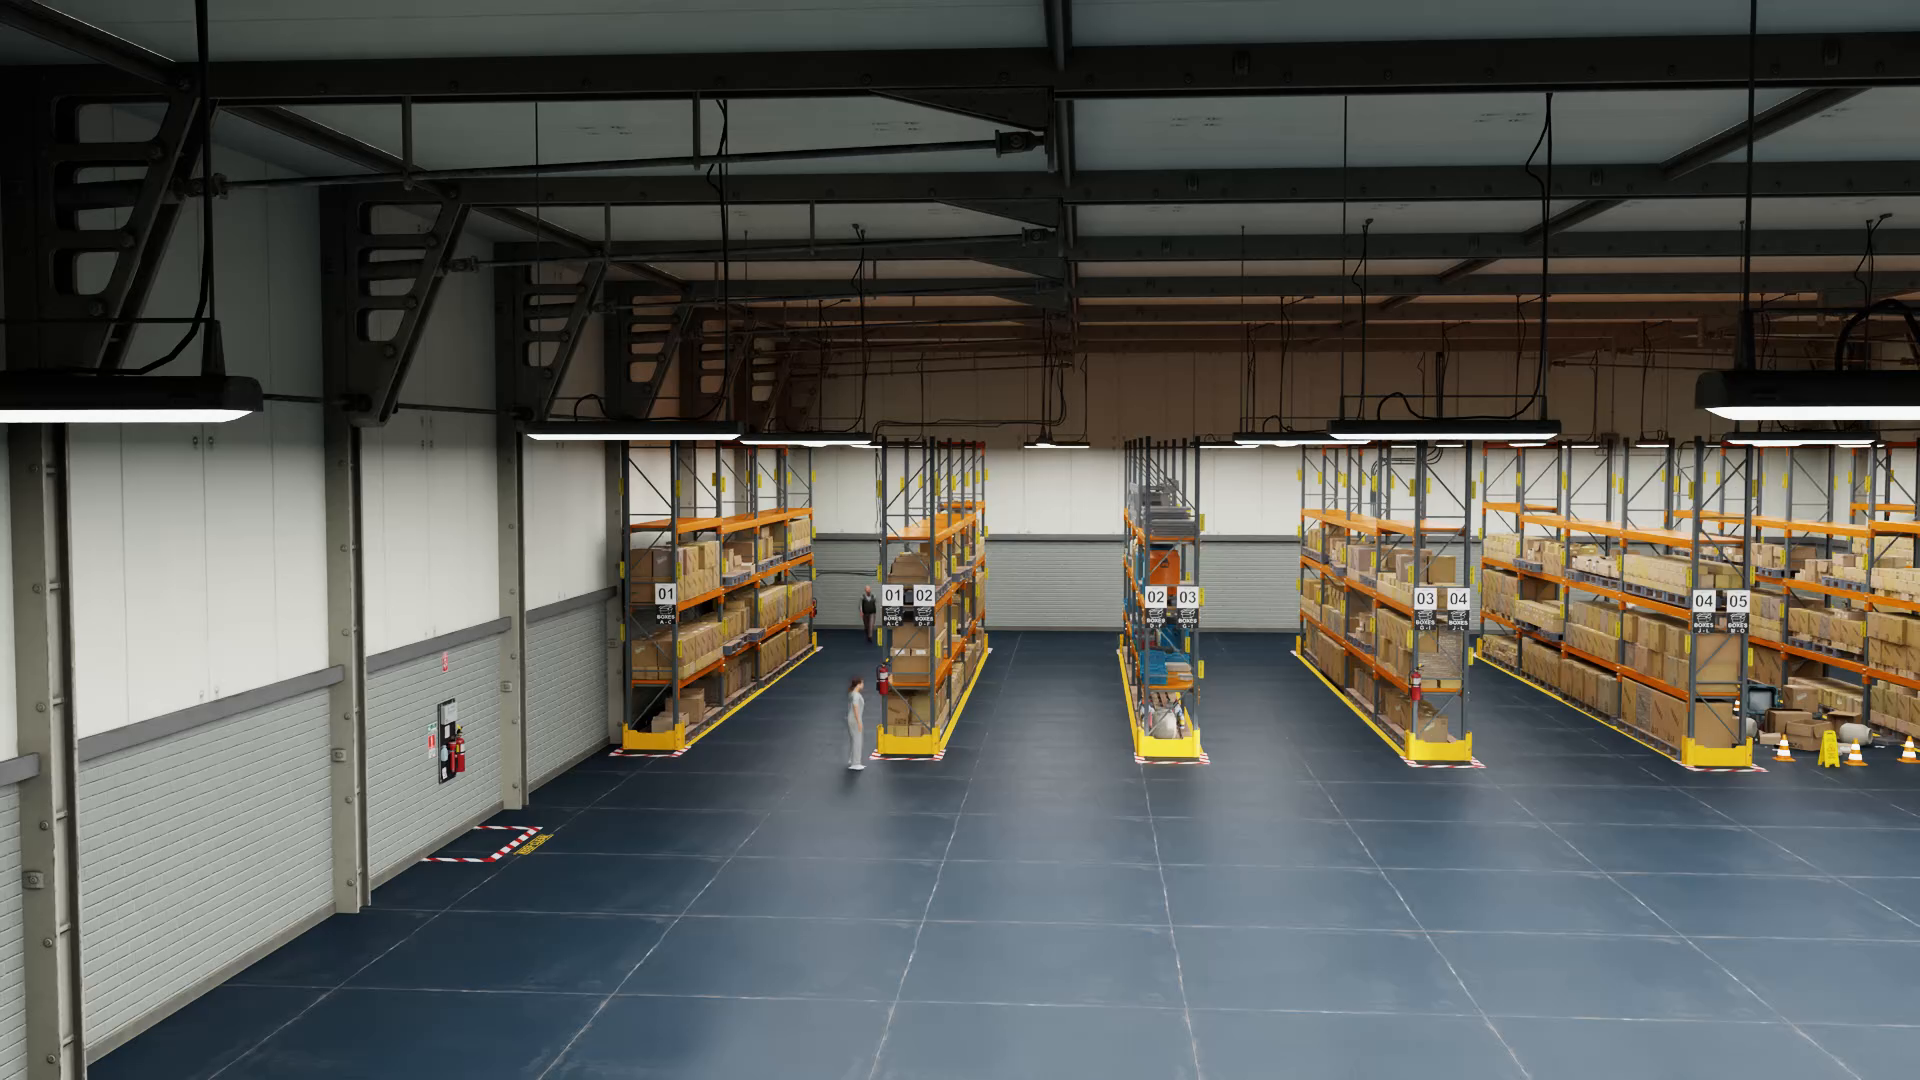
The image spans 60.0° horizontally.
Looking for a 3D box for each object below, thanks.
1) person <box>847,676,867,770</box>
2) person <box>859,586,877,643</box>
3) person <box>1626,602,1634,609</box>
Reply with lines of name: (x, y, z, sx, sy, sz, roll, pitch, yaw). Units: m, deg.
person: (-1.864, 3.318, 29.998, 0.348, 1.730, 0.517, 0, 3, -7)
person: (-2.771, 2.211, 49.677, 0.513, 1.656, 1.054, 0, 3, 7)
person: (19.890, 2.234, 49.513, 0.742, 1.644, 0.491, -1, 3, -22)
